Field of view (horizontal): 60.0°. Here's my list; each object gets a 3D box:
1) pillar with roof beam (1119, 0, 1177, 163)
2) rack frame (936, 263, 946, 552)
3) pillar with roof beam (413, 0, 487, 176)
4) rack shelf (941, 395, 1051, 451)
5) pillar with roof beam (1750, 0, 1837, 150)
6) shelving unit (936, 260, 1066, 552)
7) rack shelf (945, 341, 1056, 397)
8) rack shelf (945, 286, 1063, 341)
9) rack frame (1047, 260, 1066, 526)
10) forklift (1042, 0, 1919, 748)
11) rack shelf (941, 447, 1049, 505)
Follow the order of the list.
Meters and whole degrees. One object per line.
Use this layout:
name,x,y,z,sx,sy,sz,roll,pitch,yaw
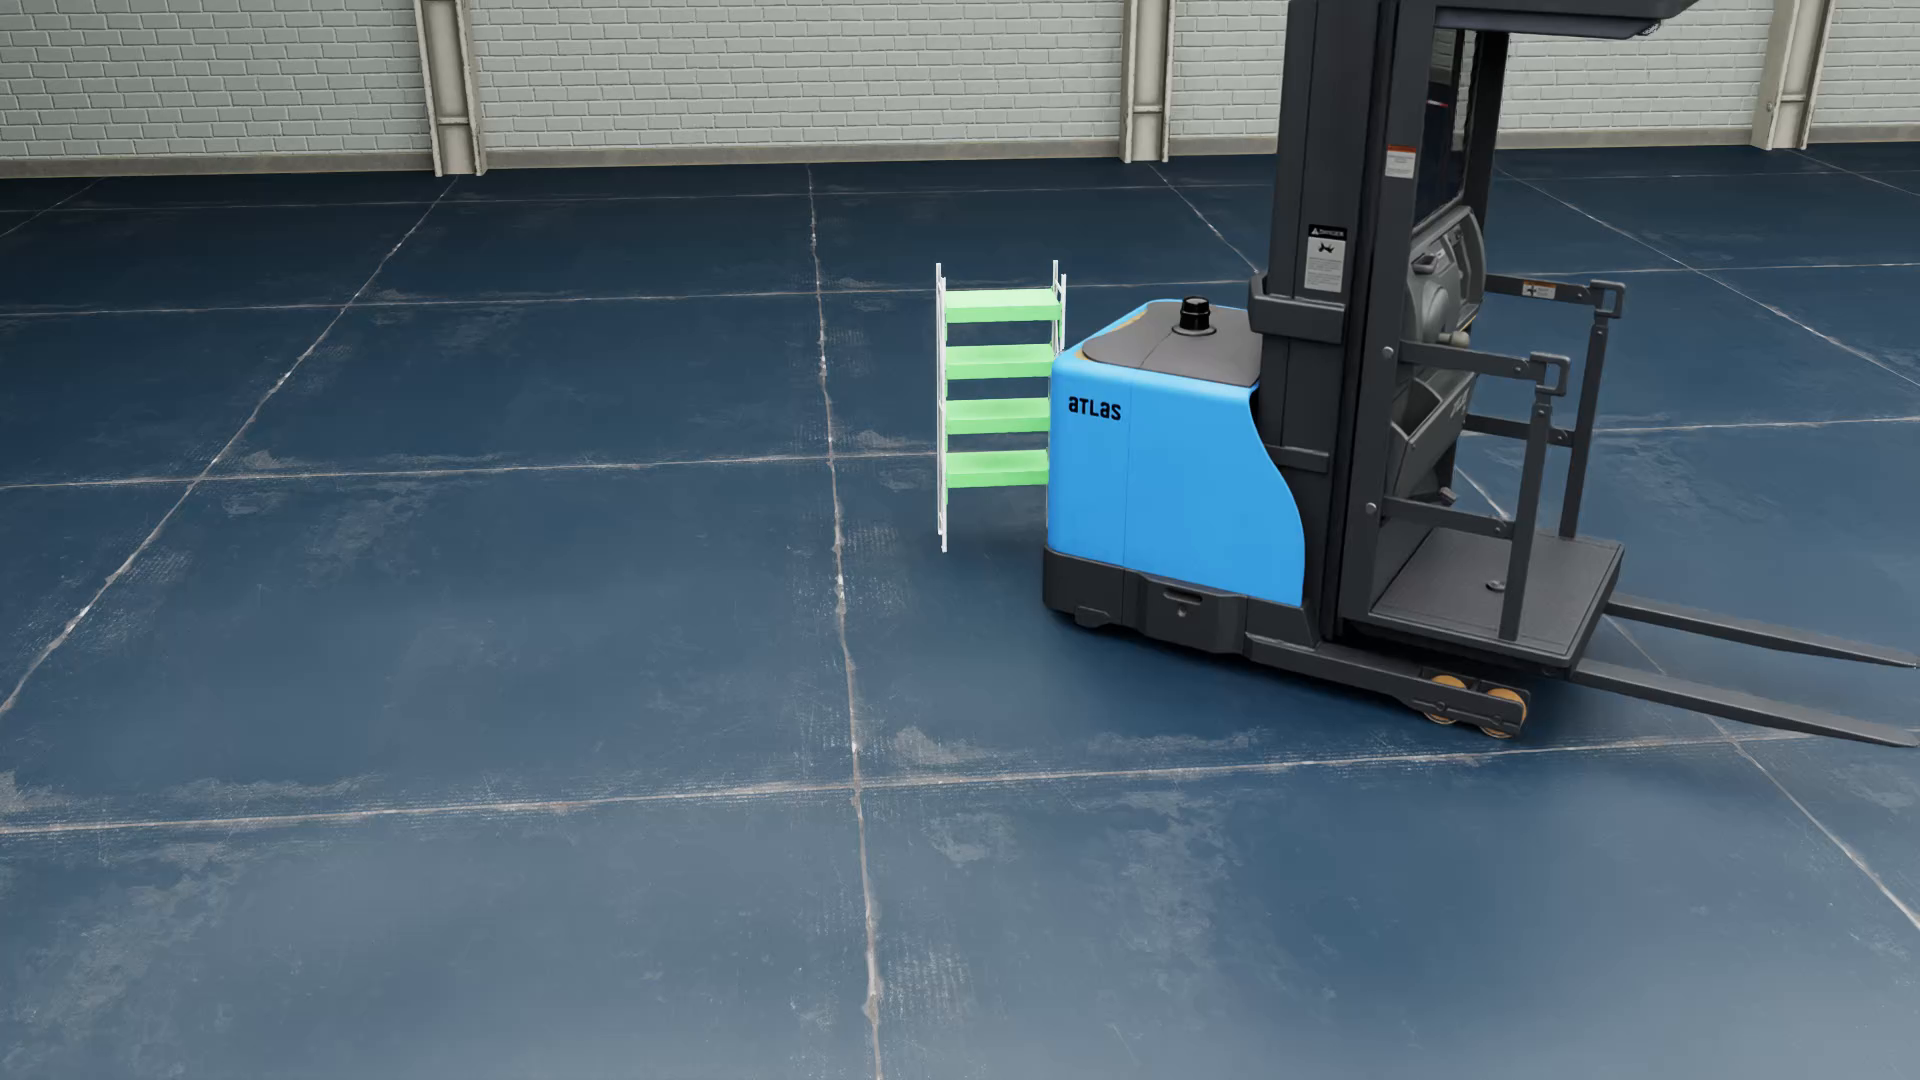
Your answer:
pillar with roof beam,2.072,-5.802,9.224,0.400,9.000,9.100,-2,24,-5
rack frame,-0.078,-0.545,6.999,0.015,1.200,0.240,-2,24,-5
pillar with roof beam,-3.899,-5.562,8.685,0.400,9.000,9.100,-2,24,-5
rack shelf,0.165,-0.496,7.047,0.480,0.148,0.258,-2,24,-5
pillar with roof beam,8.043,-6.041,9.763,0.400,9.000,9.100,-2,24,-5
shelving unit,0.165,-0.555,7.021,0.503,1.200,0.258,-2,24,-5
rack shelf,0.165,-0.716,6.950,0.480,0.148,0.258,-2,24,-5
rack shelf,0.165,-0.935,6.852,0.480,0.148,0.258,-2,24,-5
rack frame,0.408,-0.565,7.043,0.015,1.200,0.240,-2,24,-5
forklift,1.862,-0.905,5.677,3.031,2.935,1.130,13,27,27
rack shelf,0.165,-0.277,7.145,0.480,0.148,0.258,-2,24,-5
